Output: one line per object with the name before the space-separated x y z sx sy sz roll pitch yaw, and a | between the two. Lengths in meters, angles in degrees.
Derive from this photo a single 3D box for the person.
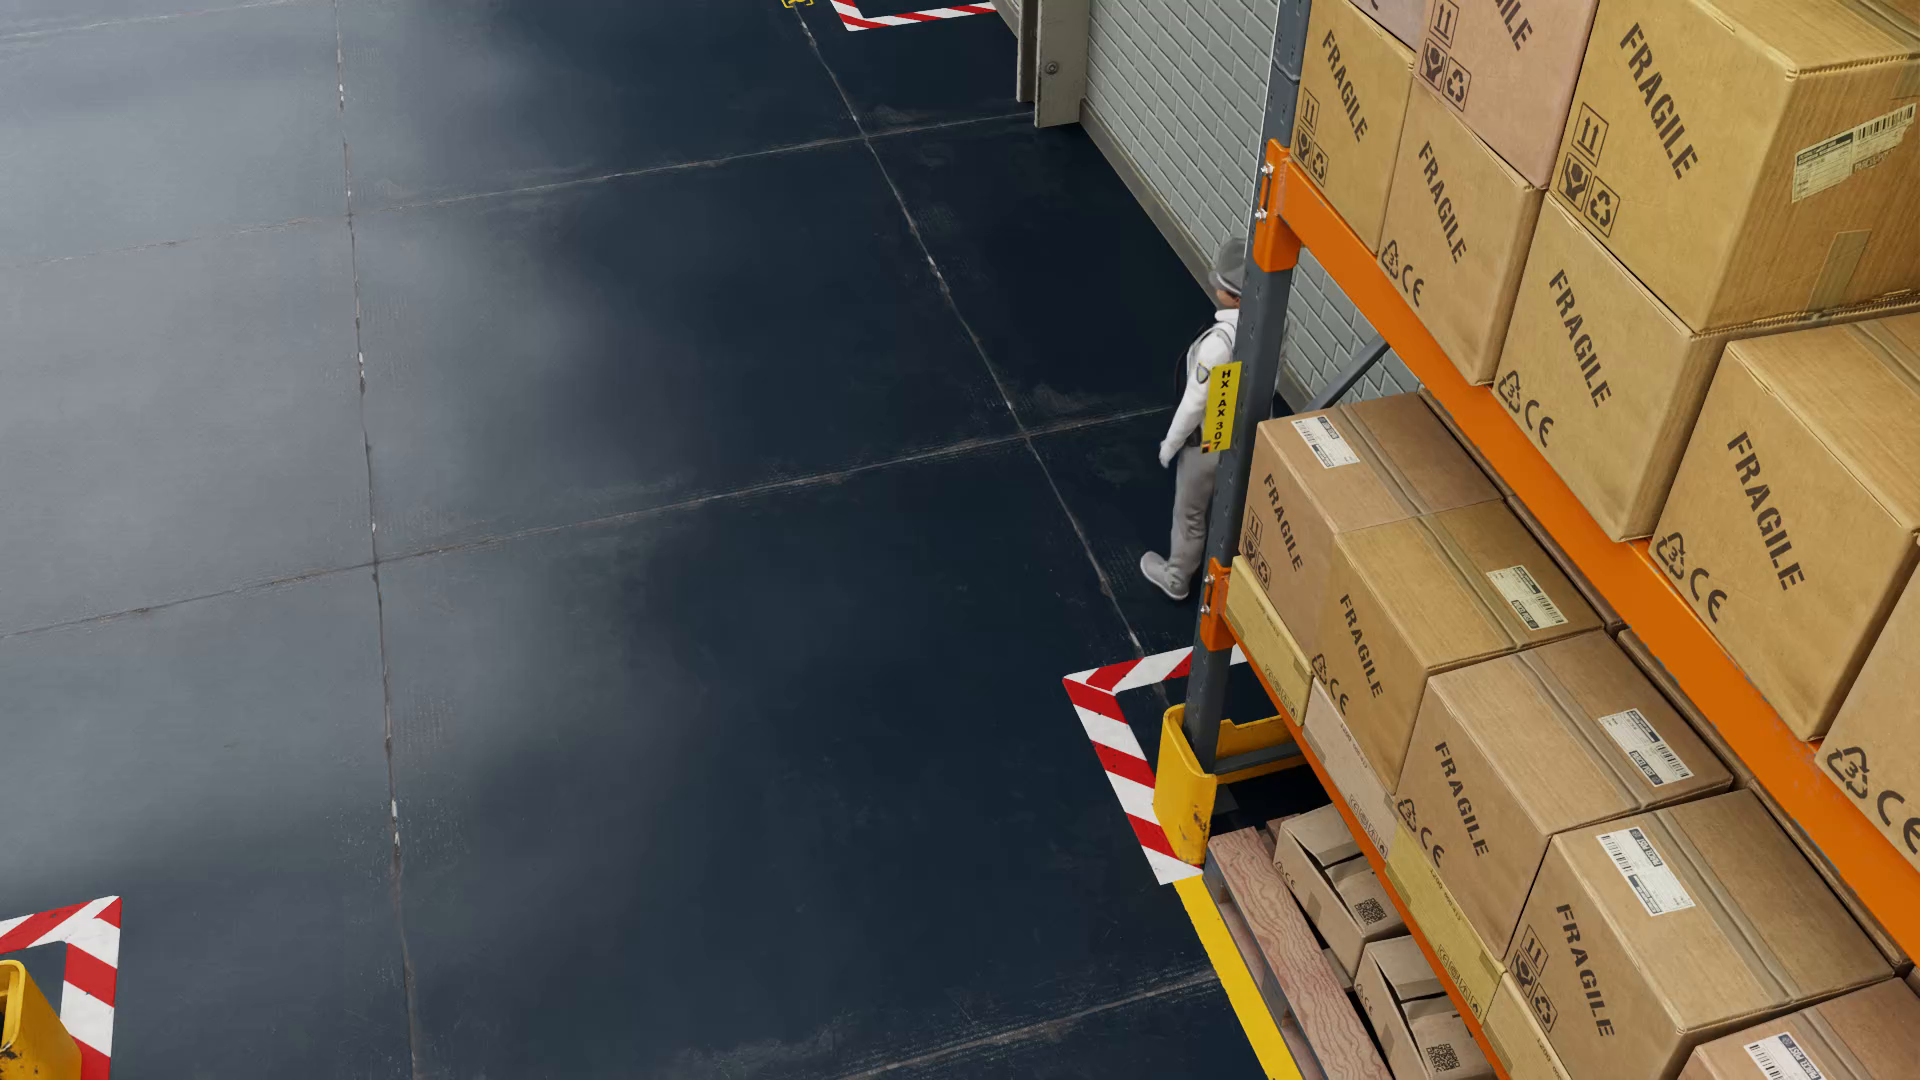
person | 1.012 -0.441 6.593 0.535 1.684 0.429 -33 52 -30
